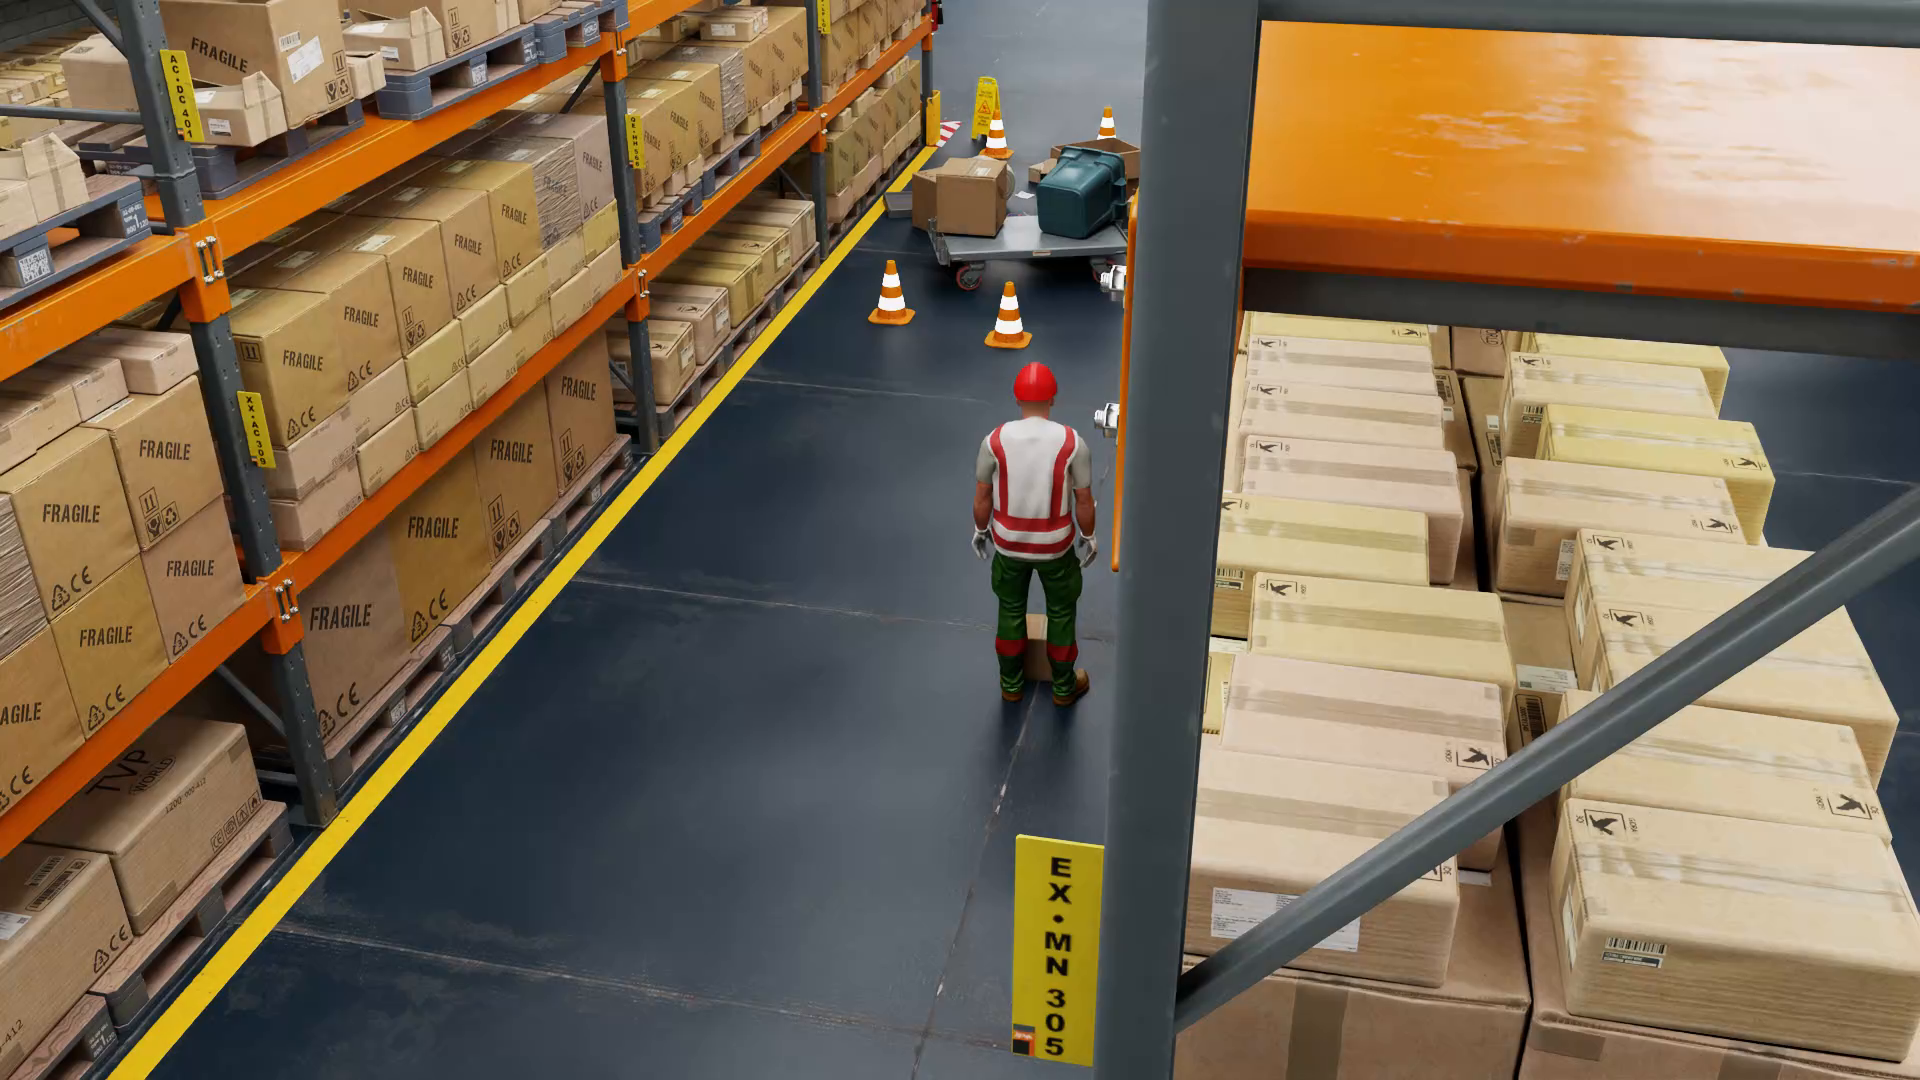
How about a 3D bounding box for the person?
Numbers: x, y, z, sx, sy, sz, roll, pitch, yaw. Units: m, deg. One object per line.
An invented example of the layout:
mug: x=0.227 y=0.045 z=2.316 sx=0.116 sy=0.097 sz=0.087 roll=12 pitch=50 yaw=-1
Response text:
person: x=0.364 y=-0.007 z=8.120 sx=0.622 sy=1.781 sz=0.445 roll=5 pitch=29 yaw=9
